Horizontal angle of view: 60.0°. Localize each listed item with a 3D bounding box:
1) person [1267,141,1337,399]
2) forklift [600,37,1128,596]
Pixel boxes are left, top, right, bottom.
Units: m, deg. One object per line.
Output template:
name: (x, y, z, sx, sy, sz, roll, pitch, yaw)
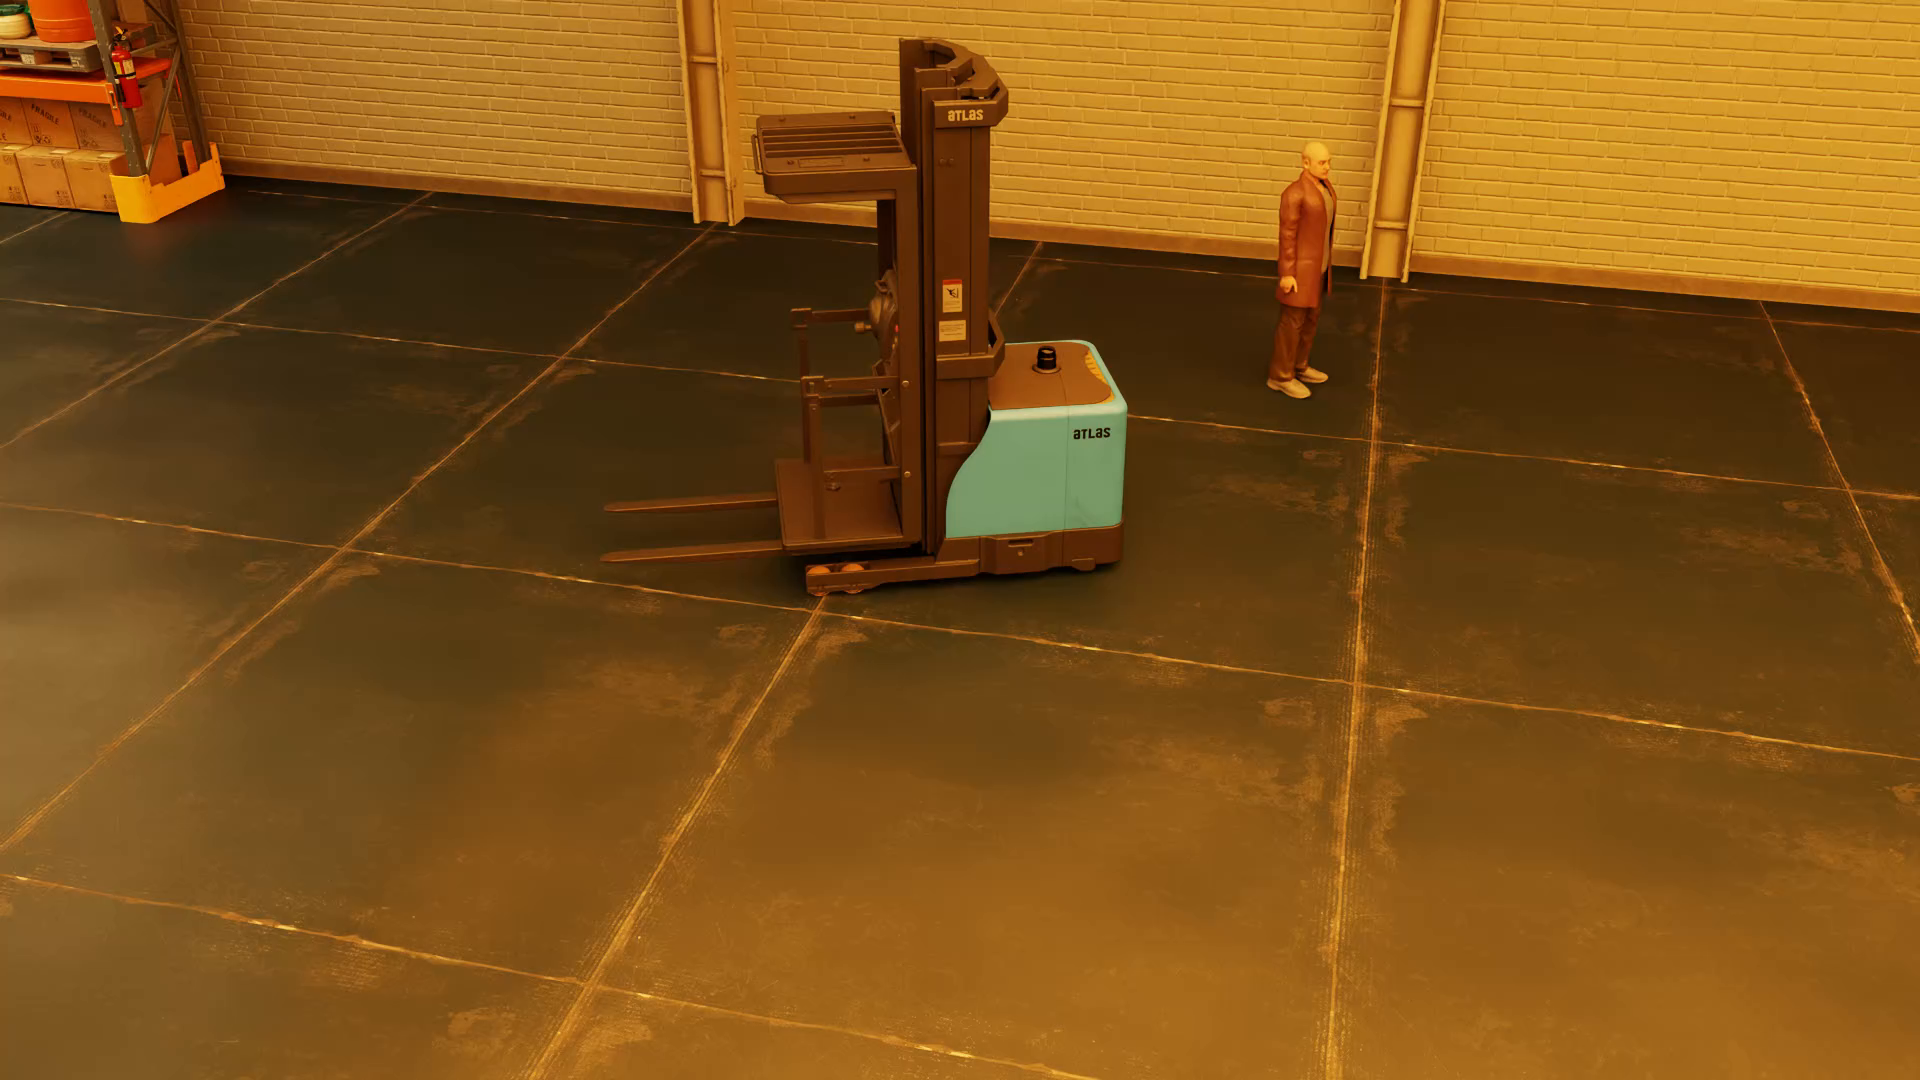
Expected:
person: (2.462, -1.913, 11.712, 0.397, 1.783, 0.598, 20, 35, 31)
forklift: (-0.602, -1.232, 9.345, 3.031, 2.935, 1.130, -4, 30, -7)
